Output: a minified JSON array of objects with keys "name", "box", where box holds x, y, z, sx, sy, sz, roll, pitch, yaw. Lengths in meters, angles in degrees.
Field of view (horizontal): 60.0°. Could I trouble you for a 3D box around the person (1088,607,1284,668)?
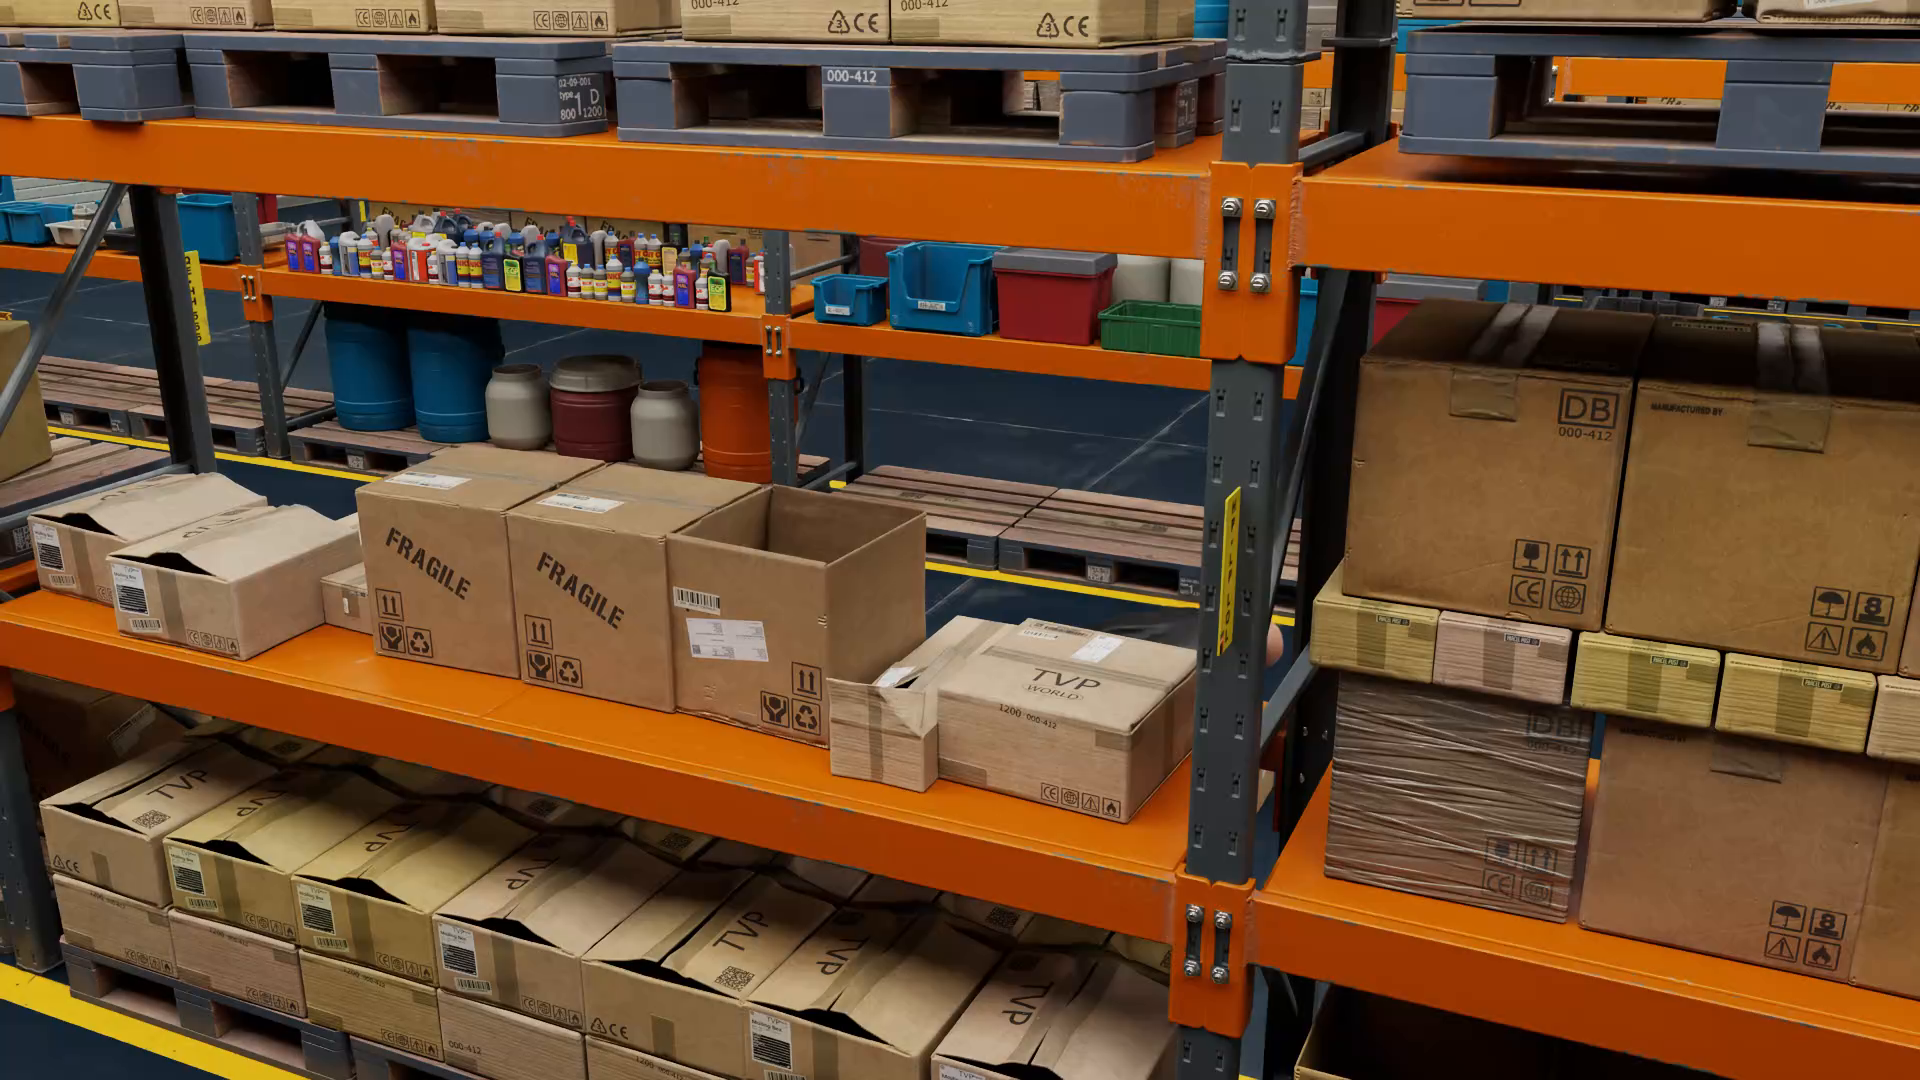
[{"name":"person","box":[0.833,0.677,6.755,0.907,0.837,0.519,8,20,22]}]
